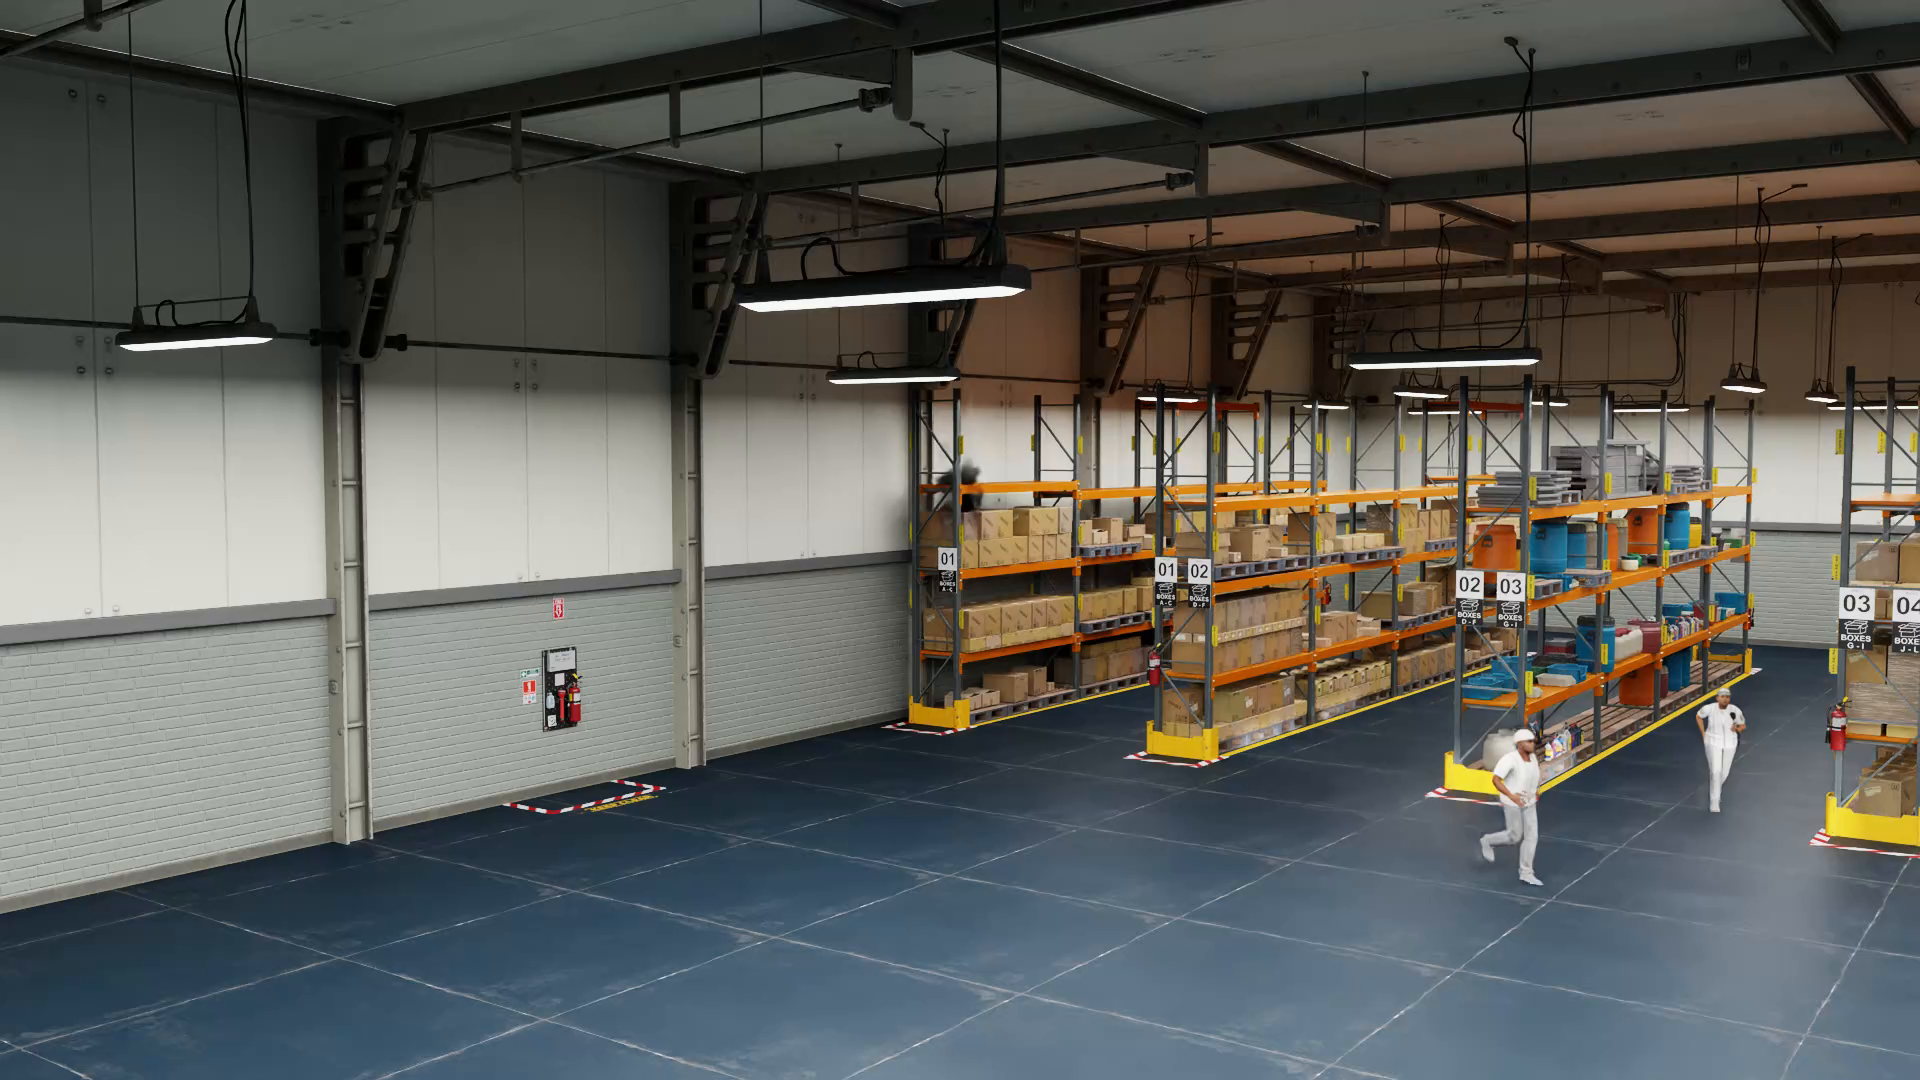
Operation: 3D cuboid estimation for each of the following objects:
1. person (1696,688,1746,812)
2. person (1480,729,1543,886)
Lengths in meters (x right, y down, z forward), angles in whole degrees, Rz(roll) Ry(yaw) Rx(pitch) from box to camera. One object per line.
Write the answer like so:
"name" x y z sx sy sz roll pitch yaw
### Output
"person" 10.514 2.883 22.996 0.568 1.718 0.801 0 3 8
"person" 6.424 3.045 19.226 0.727 1.751 0.885 -2 4 -33
